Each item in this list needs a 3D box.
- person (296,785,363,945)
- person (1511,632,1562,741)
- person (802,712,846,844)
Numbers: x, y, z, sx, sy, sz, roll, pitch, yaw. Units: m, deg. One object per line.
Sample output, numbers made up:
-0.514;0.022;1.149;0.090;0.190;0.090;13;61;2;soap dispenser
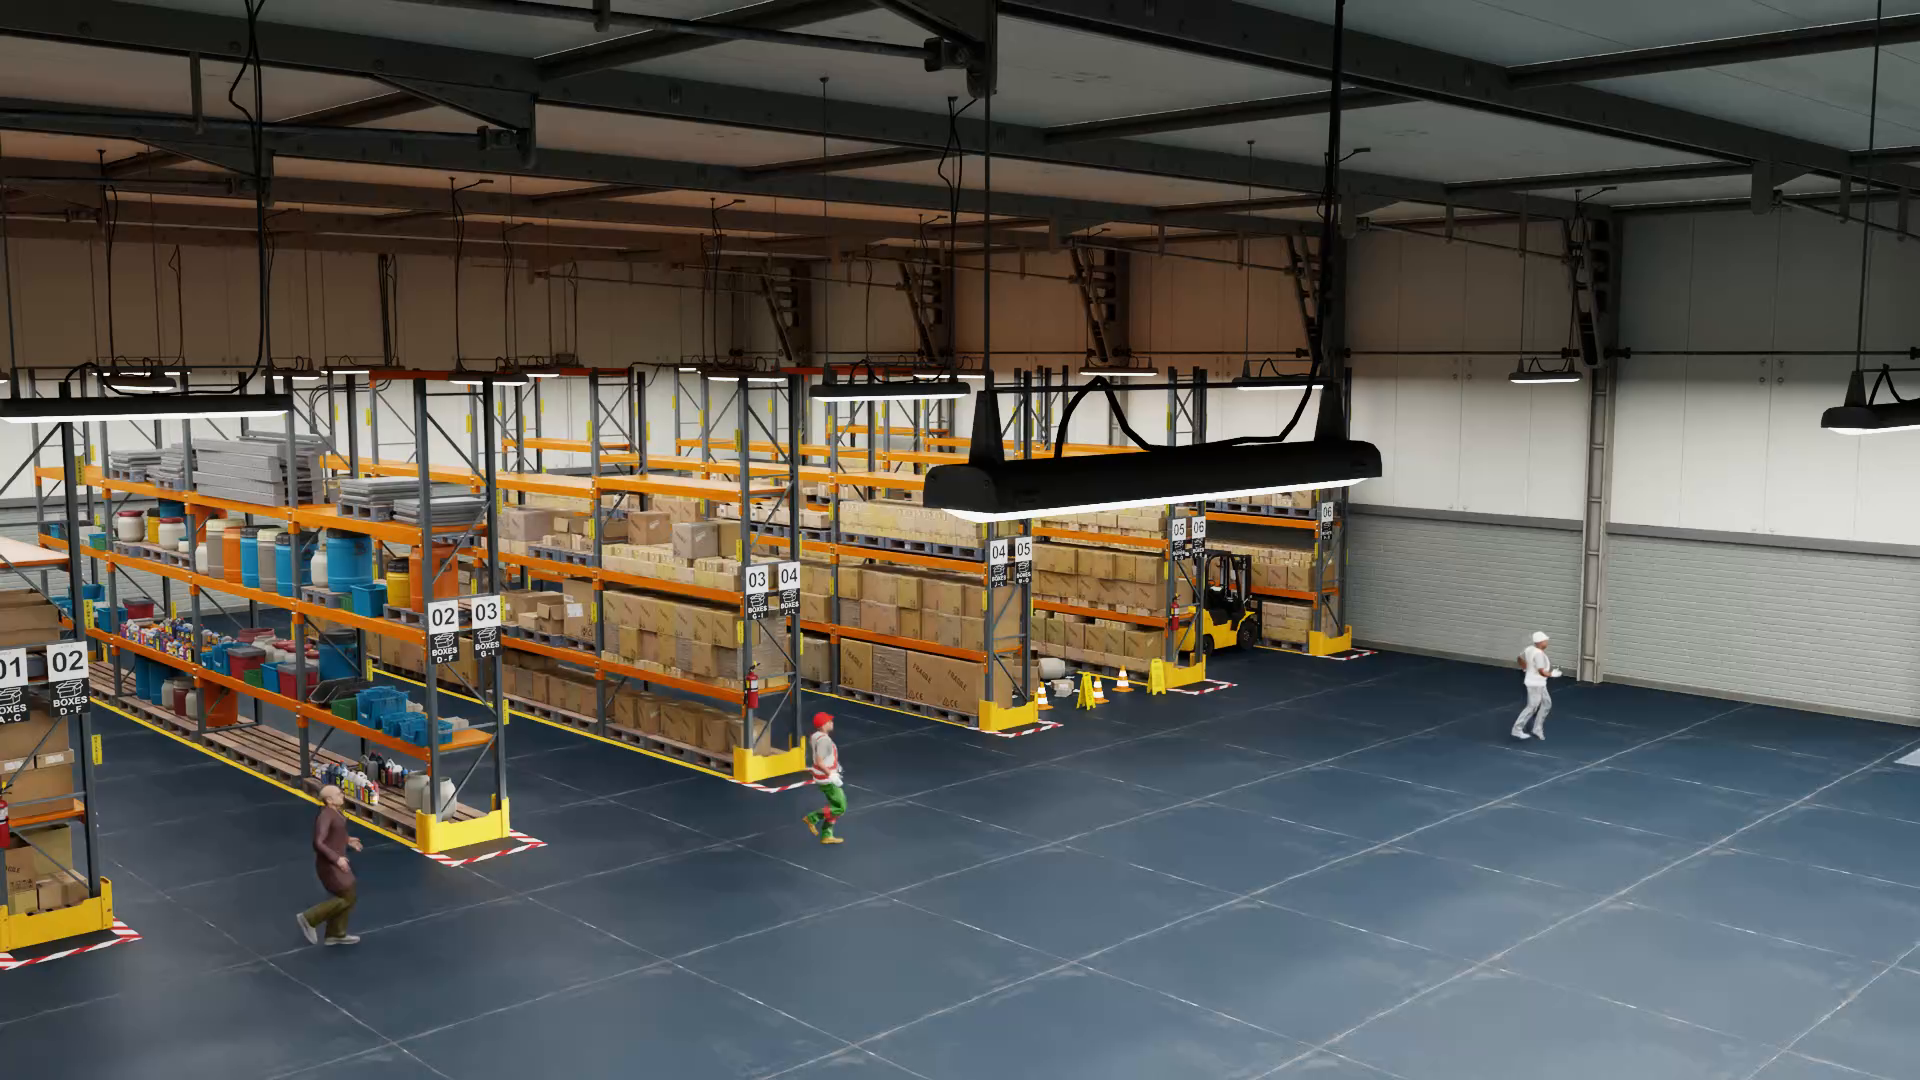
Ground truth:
-6.736;3.573;17.773;0.688;1.550;0.705;-2;7;-19;person
9.398;2.409;27.102;0.761;1.852;0.700;1;7;11;person
-1.766;3.065;21.404;0.591;1.732;0.673;-2;7;-17;person
